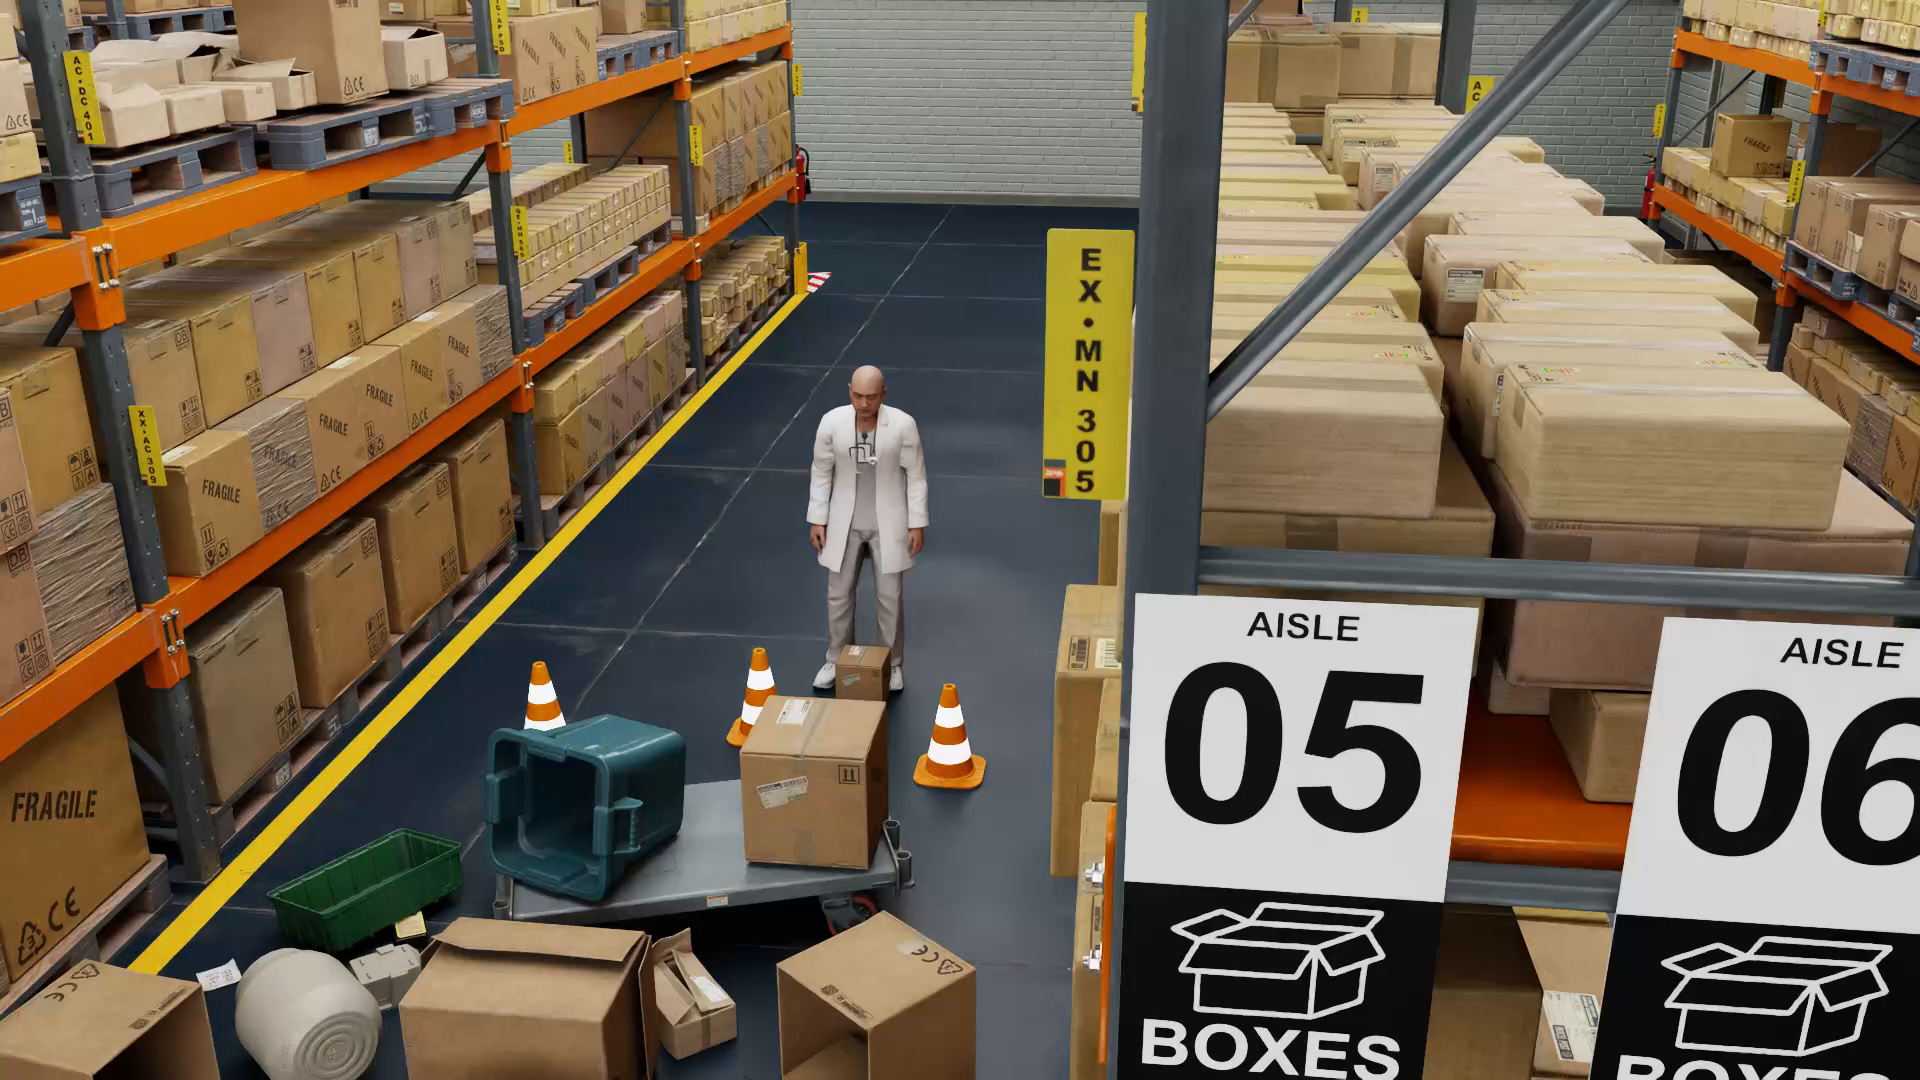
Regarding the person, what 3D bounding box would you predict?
[{"bbox_3d":[-0.486,-0.072,8.793,0.653,1.774,0.416,2,21,5],"label":"person"}]
